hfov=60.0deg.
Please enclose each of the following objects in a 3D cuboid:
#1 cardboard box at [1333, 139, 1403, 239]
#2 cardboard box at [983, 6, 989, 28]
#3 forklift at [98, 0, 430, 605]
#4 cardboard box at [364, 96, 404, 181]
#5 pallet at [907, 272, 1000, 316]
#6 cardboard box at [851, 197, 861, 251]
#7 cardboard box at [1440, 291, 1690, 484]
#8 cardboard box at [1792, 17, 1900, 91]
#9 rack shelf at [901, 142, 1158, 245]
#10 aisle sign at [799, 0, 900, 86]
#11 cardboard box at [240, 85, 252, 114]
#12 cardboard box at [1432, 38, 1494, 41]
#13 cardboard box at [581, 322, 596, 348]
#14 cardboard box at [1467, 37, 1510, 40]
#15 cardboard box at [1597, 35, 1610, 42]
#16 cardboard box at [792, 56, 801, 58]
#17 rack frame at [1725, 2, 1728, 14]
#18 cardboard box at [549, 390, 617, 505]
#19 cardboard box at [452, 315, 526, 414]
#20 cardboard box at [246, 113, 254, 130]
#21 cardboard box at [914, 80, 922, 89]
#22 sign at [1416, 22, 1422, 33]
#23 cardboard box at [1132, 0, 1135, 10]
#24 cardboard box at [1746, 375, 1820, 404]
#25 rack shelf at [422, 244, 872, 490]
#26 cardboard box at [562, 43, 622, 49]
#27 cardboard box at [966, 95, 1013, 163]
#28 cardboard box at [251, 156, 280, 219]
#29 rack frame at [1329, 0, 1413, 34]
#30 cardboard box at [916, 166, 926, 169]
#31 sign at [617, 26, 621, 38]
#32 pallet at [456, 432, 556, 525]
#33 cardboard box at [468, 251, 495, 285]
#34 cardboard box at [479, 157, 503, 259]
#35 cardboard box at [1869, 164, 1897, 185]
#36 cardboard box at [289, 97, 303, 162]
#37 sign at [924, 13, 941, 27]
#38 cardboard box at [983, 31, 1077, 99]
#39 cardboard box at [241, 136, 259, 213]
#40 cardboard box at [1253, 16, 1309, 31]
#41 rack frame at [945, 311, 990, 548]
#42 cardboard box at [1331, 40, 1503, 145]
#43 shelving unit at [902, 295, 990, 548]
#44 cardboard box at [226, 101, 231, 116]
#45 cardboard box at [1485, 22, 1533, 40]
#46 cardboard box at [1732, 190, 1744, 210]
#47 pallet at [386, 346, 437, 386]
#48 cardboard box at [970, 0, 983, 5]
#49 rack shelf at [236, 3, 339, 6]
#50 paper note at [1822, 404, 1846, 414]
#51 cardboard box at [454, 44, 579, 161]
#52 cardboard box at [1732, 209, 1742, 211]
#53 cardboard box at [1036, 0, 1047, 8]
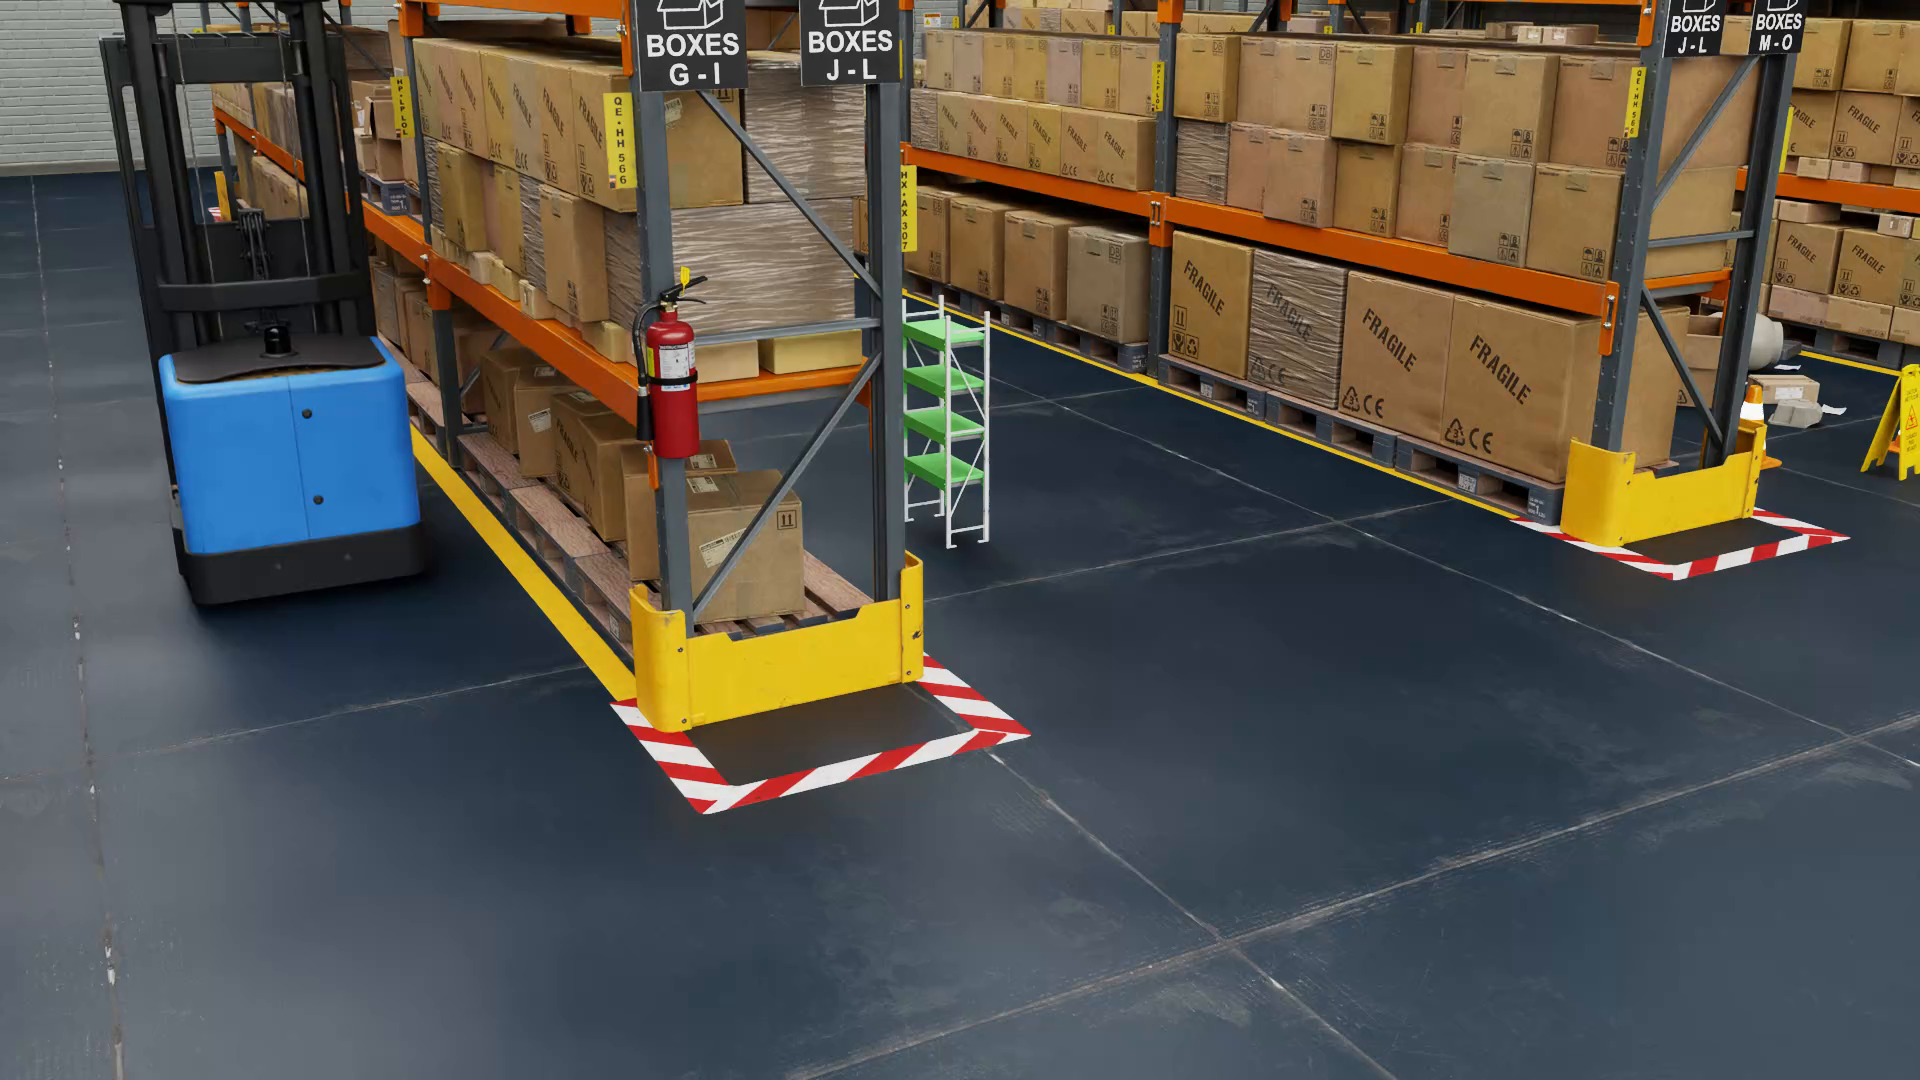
[{"bbox_3d":[2.783,-2.170,10.090,0.875,0.550,0.500,-10,21,-27],"label":"cardboard box"},{"bbox_3d":[0.662,-7.098,22.918,0.500,0.500,0.500,-11,22,-28],"label":"cardboard box"},{"bbox_3d":[-3.665,-1.530,8.572,1.130,2.935,3.031,-9,21,-25],"label":"forklift"},{"bbox_3d":[-3.494,-2.658,10.935,0.797,0.503,0.637,-8,20,-21],"label":"cardboard box"},{"bbox_3d":[0.232,-2.259,14.855,1.003,0.211,1.213,-10,21,-27],"label":"pallet"},{"bbox_3d":[-0.862,-3.130,16.292,0.500,0.500,0.500,-9,21,-24],"label":"cardboard box"},{"bbox_3d":[3.343,-0.897,9.247,0.875,0.875,0.875,-10,21,-26],"label":"cardboard box"},{"bbox_3d":[6.588,-3.665,12.512,0.700,0.500,0.500,-11,22,-28],"label":"cardboard box"},{"bbox_3d":[0.874,-2.901,13.543,1.077,0.370,4.000,-10,21,-27],"label":"rack shelf"},{"bbox_3d":[-0.397,-2.037,5.951,0.394,0.787,0.004,-10,21,-27],"label":"aisle sign"},{"bbox_3d":[-6.829,-4.380,16.500,0.500,0.250,0.500,-10,22,-28],"label":"cardboard box"},{"bbox_3d":[4.754,-4.532,15.915,0.500,0.500,0.500,-10,21,-26],"label":"cardboard box"},{"bbox_3d":[-1.394,-0.920,7.085,0.380,0.149,0.250,-10,21,-27],"label":"cardboard box"},{"bbox_3d":[5.189,-4.619,16.164,0.500,0.500,0.500,-12,22,-30],"label":"cardboard box"},{"bbox_3d":[7.661,-6.068,20.816,0.797,0.503,0.637,-11,22,-28],"label":"cardboard box"},{"bbox_3d":[-1.578,-4.769,16.683,0.380,0.149,0.250,-9,21,-25],"label":"cardboard box"},{"bbox_3d":[8.599,-5.381,19.627,1.000,3.000,0.127,-10,21,-27],"label":"rack frame"},{"bbox_3d":[-1.792,-0.494,8.654,0.500,0.500,0.500,-12,22,-31],"label":"cardboard box"},{"bbox_3d":[-2.862,-1.134,10.476,0.700,0.500,0.500,-12,22,-31],"label":"cardboard box"},{"bbox_3d":[-6.821,-4.142,16.422,0.380,0.149,0.250,-10,21,-26],"label":"cardboard box"},{"bbox_3d":[-0.259,-4.283,15.730,0.380,0.149,0.250,-9,21,-24],"label":"cardboard box"},{"bbox_3d":[6.226,-6.852,22.563,0.100,0.325,0.005,-10,21,-27],"label":"sign"},{"bbox_3d":[2.276,-6.788,21.023,0.380,0.149,0.250,-10,21,-26],"label":"cardboard box"},{"bbox_3d":[5.632,-1.030,11.388,0.380,0.149,0.250,1,19,2],"label":"cardboard box"},{"bbox_3d":[-1.640,-1.014,8.073,1.077,0.370,4.000,-10,21,-27],"label":"rack shelf"},{"bbox_3d":[-1.658,-2.215,8.309,0.500,0.500,0.500,-10,21,-27],"label":"cardboard box"},{"bbox_3d":[0.383,-3.401,13.737,0.500,0.500,0.500,-10,21,-27],"label":"cardboard box"},{"bbox_3d":[-6.067,-3.238,16.029,1.225,0.875,0.875,-10,21,-26],"label":"cardboard box"},{"bbox_3d":[4.233,-4.611,17.396,1.000,3.000,0.127,-10,21,-27],"label":"rack frame"},{"bbox_3d":[-0.431,-3.568,16.411,0.500,0.250,0.500,-10,22,-27],"label":"cardboard box"},{"bbox_3d":[-4.352,-6.437,21.360,0.100,0.325,0.005,-10,21,-27],"label":"sign"},{"bbox_3d":[-2.239,-0.422,9.531,1.003,0.211,1.213,-10,21,-27],"label":"pallet"},{"bbox_3d":[-2.292,-1.411,8.507,0.380,0.149,0.250,-10,21,-27],"label":"cardboard box"},{"bbox_3d":[-1.898,-1.700,8.350,0.875,0.500,0.500,-10,21,-27],"label":"cardboard box"},{"bbox_3d":[6.957,-2.712,12.277,0.380,0.149,0.250,-10,21,-27],"label":"cardboard box"},{"bbox_3d":[-5.173,-3.371,13.647,0.500,0.500,0.500,-10,22,-27],"label":"cardboard box"},{"bbox_3d":[-0.494,-9.247,29.566,0.339,0.242,0.001,-10,21,-27],"label":"sign"},{"bbox_3d":[0.615,-3.913,13.686,0.700,0.500,0.500,-10,22,-27],"label":"cardboard box"},{"bbox_3d":[-7.481,-4.134,18.627,0.875,0.875,0.875,-10,21,-27],"label":"cardboard box"},{"bbox_3d":[3.506,-5.385,17.952,0.500,0.500,0.500,-10,21,-26],"label":"cardboard box"},{"bbox_3d":[0.037,-0.545,8.370,0.240,1.200,0.015,-10,21,-27],"label":"rack frame"},{"bbox_3d":[2.726,-2.670,9.885,0.875,0.550,0.500,-10,21,-27],"label":"cardboard box"},{"bbox_3d":[-0.079,-0.615,8.573,0.258,1.200,0.503,-10,21,-27],"label":"shelving unit"},{"bbox_3d":[-7.678,-4.659,17.921,0.380,0.149,0.250,-11,22,-28],"label":"cardboard box"},{"bbox_3d":[5.258,-4.878,15.922,0.380,0.149,0.250,-11,22,-29],"label":"cardboard box"},{"bbox_3d":[6.181,-2.766,13.477,0.380,0.149,0.250,-10,21,-26],"label":"cardboard box"},{"bbox_3d":[-3.544,-1.183,11.738,1.003,0.211,1.213,-10,21,-27],"label":"pallet"},{"bbox_3d":[0.359,-7.589,23.346,0.380,0.149,0.250,-9,21,-26],"label":"cardboard box"},{"bbox_3d":[-7.338,-5.876,17.567,1.077,0.370,4.000,-10,21,-27],"label":"rack shelf"},{"bbox_3d":[5.831,-0.874,11.117,0.142,0.019,0.148,16,25,39],"label":"paper note"},{"bbox_3d":[-2.124,-2.133,8.071,0.500,0.500,0.500,-10,21,-27],"label":"cardboard box"},{"bbox_3d":[6.174,-2.505,13.714,0.500,0.500,0.500,-9,21,-24],"label":"cardboard box"},{"bbox_3d":[1.225,-7.070,21.841,0.380,0.149,0.250,-10,21,-27],"label":"cardboard box"}]
